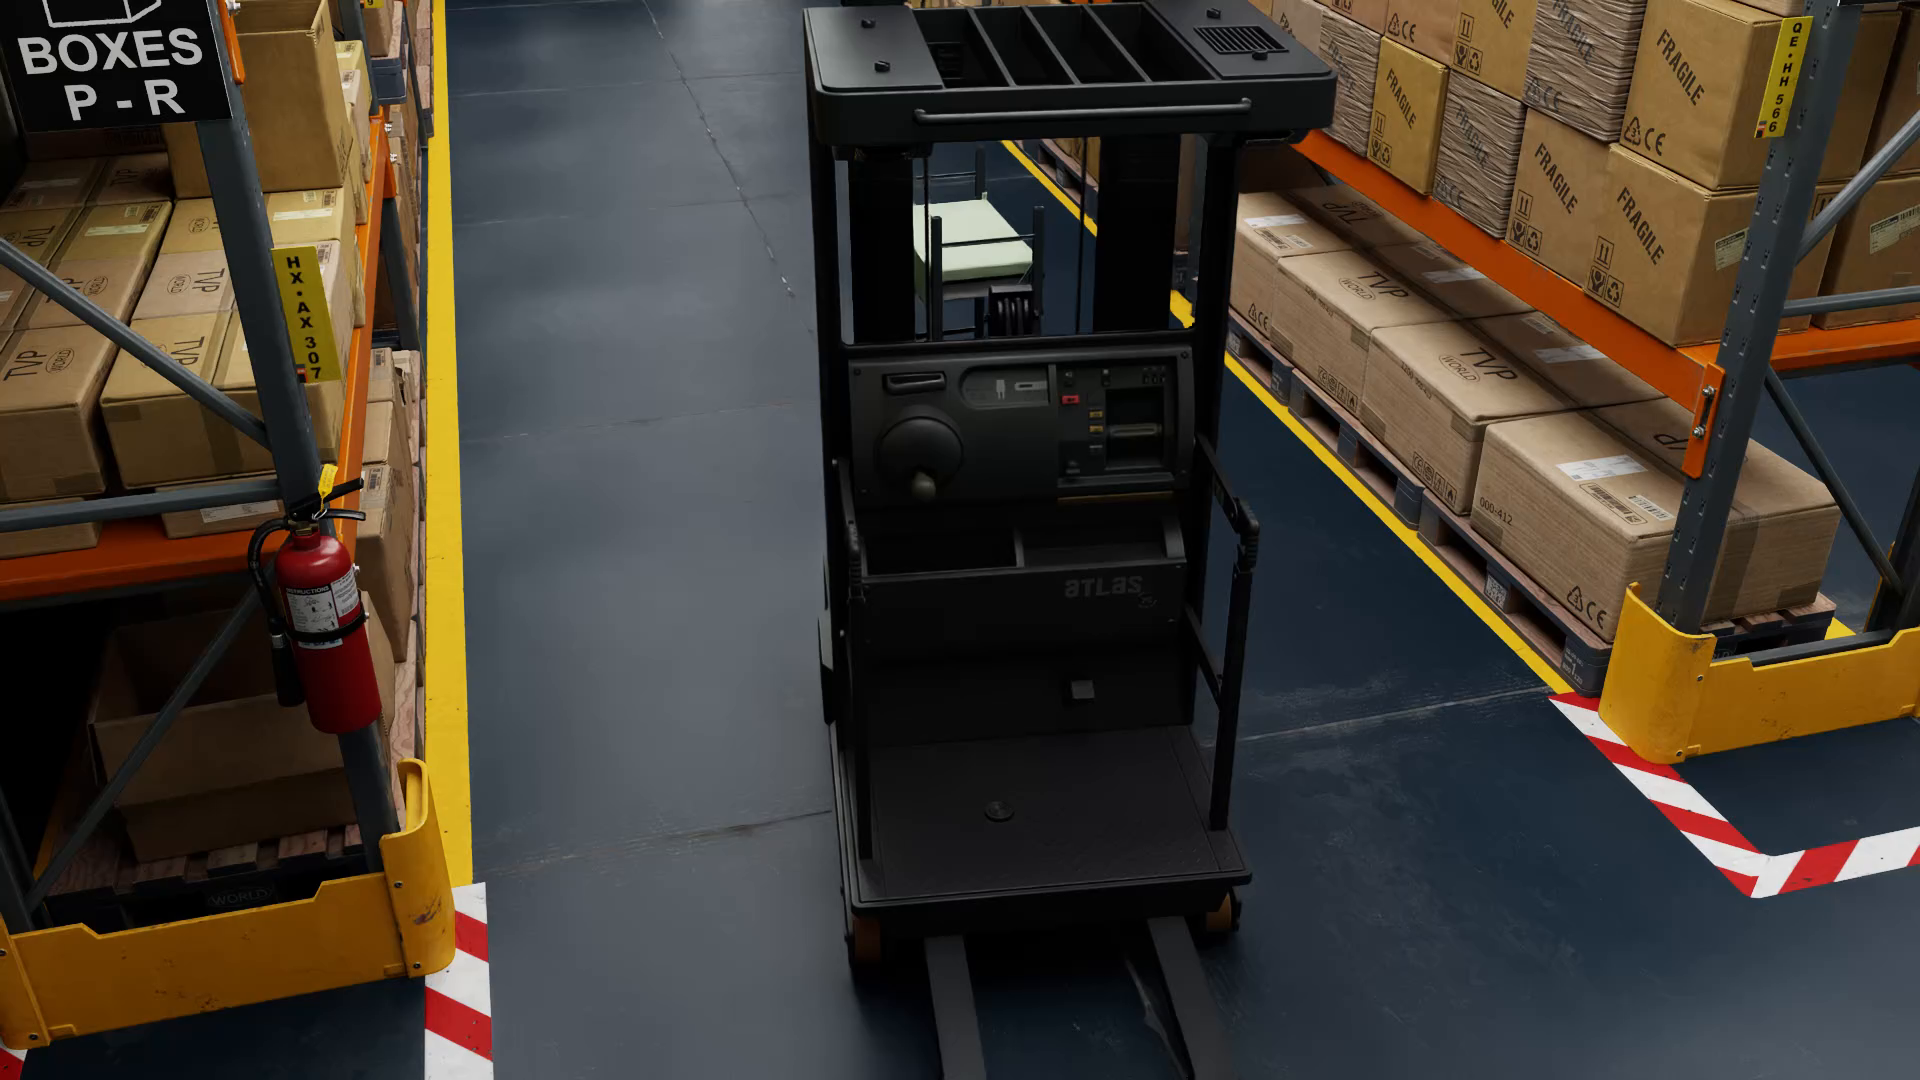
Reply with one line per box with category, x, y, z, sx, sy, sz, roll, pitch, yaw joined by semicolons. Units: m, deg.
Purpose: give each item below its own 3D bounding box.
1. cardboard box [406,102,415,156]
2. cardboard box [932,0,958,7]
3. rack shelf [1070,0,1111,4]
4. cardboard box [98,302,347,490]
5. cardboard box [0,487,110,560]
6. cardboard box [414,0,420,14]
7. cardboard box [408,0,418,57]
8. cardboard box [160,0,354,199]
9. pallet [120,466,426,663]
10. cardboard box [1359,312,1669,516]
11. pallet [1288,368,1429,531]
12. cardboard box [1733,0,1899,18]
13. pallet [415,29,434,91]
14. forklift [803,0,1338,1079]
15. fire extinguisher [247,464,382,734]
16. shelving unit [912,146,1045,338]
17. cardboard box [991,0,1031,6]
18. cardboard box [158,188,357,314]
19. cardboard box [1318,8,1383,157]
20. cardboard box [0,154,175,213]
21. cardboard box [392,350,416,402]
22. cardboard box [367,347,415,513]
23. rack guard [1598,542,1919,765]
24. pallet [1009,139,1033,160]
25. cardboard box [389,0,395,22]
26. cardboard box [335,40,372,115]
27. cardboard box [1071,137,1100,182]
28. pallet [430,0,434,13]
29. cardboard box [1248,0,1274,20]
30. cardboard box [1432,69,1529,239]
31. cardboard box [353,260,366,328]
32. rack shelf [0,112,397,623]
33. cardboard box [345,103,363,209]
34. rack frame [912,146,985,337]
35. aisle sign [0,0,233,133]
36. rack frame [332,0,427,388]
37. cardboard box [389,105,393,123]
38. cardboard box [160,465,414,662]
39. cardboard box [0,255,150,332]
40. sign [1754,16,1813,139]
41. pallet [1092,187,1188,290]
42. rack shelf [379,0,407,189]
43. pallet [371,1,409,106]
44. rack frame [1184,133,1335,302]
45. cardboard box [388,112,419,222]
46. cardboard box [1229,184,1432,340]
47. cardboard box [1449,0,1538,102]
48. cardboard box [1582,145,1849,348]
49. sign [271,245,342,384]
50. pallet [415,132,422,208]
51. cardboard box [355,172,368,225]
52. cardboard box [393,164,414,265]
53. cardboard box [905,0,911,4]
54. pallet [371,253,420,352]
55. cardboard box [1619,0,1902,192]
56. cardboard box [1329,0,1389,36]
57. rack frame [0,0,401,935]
cardboard box;-3.687;-2.606;10.334;0.500;0.500;0.500;-8;31;-14
cardboard box;0.311;-4.261;13.321;0.950;0.372;0.625;-8;31;-14
rack shelf;1.186;-3.309;10.191;1.077;0.370;4.000;-8;31;-13
cardboard box;-1.867;-0.380;4.265;0.500;0.250;0.500;-8;31;-13
cardboard box;-2.353;-0.077;4.139;0.380;0.149;0.250;-8;31;-14
cardboard box;-5.042;-4.760;13.931;0.875;0.625;0.625;-6;31;-11
cardboard box;-4.642;-4.022;12.655;0.875;0.625;0.625;-9;31;-15
cardboard box;-2.265;-1.429;5.328;0.500;0.500;0.500;-7;31;-12
pallet;-2.559;0.136;6.304;1.003;0.211;1.213;-8;31;-13
cardboard box;2.256;-0.542;6.831;0.875;0.438;0.875;-7;31;-12
pallet;2.171;-0.480;7.368;1.003;0.211;1.213;-8;31;-13
cardboard box;2.490;-1.626;4.820;0.380;0.149;0.250;-7;31;-13
pallet;-4.630;-3.709;12.947;1.003;0.211;1.213;-8;31;-13
forklift;0.198;-0.262;4.277;1.130;2.935;3.031;-4;30;-6
fire extinguisher;-1.521;0.143;3.957;0.296;0.674;0.183;-8;31;-13
shelving unit;-0.002;-0.652;6.380;0.431;1.500;0.755;-8;31;-13
cardboard box;0.759;-3.504;11.511;0.875;0.875;0.875;-8;31;-14
cardboard box;-2.138;-0.868;5.107;0.500;0.250;0.500;-8;31;-14
cardboard box;1.845;-1.952;7.028;0.500;0.500;0.500;-8;31;-13
cardboard box;-2.785;-1.053;5.428;0.500;0.250;0.500;-8;31;-13
cardboard box;-2.637;-0.711;7.410;0.380;0.149;0.250;-9;31;-15
cardboard box;-2.542;-0.388;6.503;0.700;0.500;0.500;-9;31;-15
rack guard;2.785;0.371;5.611;1.175;0.500;0.348;-8;31;-13
pallet;0.792;-2.989;11.703;1.003;0.211;1.213;-8;31;-13
cardboard box;-3.118;-2.731;7.956;0.700;0.500;0.500;-8;31;-13
cardboard box;-2.697;-1.843;6.793;0.500;0.250;0.500;-7;31;-12
cardboard box;1.228;-2.641;10.020;0.875;0.875;0.875;-7;31;-12
pallet;-5.362;-5.040;15.246;1.003;0.211;1.213;-8;31;-13
cardboard box;1.589;-2.436;7.865;0.500;0.500;0.500;-7;31;-12
cardboard box;2.131;-1.455;6.170;0.500;0.500;0.500;-7;31;-12
cardboard box;-2.123;-0.776;5.348;0.380;0.149;0.250;-9;31;-15
rack shelf;-2.537;-0.716;5.710;1.077;0.370;4.000;-8;31;-13
cardboard box;-2.430;-1.361;5.959;0.500;0.250;0.500;-8;31;-14
rack frame;-0.099;-0.829;6.685;0.400;1.500;0.023;-8;31;-13
aisle sign;-1.705;-1.192;3.220;0.394;0.787;0.004;-8;31;-13
rack frame;-3.068;-1.993;7.199;1.000;3.000;0.127;-8;31;-13
cardboard box;-3.429;-2.456;9.428;0.380;0.149;0.250;-9;31;-16
cardboard box;-2.266;0.113;5.636;0.700;0.500;0.500;-7;31;-11
cardboard box;-2.520;-0.561;4.578;0.500;0.250;0.500;-8;31;-13
sign;2.252;-1.261;4.542;0.100;0.325;0.005;-8;31;-13
pallet;1.440;-1.810;9.667;1.003;0.211;1.213;-8;31;-13
rack shelf;-3.598;-2.648;9.048;1.077;0.370;4.000;-8;31;-13
pallet;-3.174;-2.310;7.939;1.003;0.211;1.213;-8;31;-13
rack frame;1.717;-2.655;8.342;1.000;3.000;0.127;-8;31;-13
cardboard box;-3.390;-2.105;9.469;0.500;0.500;0.500;-9;31;-15
cardboard box;1.780;-1.410;8.330;0.875;0.438;0.875;-8;31;-14
cardboard box;2.126;-1.888;5.919;0.500;0.500;0.500;-8;31;-14
cardboard box;2.396;-0.964;5.321;0.500;0.500;0.500;-8;31;-13
sign;-1.483;-0.508;3.769;0.100;0.325;0.005;-8;31;-13
pallet;-3.968;-2.352;10.603;1.003;0.211;1.213;-8;31;-13
cardboard box;-2.419;-1.269;6.198;0.380;0.149;0.250;-8;31;-14
cardboard box;-3.130;-1.612;8.617;0.500;0.500;0.500;-8;31;-14
cardboard box;-0.071;-4.963;14.534;0.950;0.372;0.625;-6;31;-10
pallet;-3.320;-1.174;8.567;1.003;0.211;1.213;-8;31;-13
cardboard box;2.421;-1.400;5.076;0.500;0.500;0.500;-7;31;-12
cardboard box;1.863;-2.375;6.761;0.500;0.500;0.500;-7;31;-12
rack frame;-2.006;-0.061;3.861;1.000;3.000;0.127;-8;31;-13
